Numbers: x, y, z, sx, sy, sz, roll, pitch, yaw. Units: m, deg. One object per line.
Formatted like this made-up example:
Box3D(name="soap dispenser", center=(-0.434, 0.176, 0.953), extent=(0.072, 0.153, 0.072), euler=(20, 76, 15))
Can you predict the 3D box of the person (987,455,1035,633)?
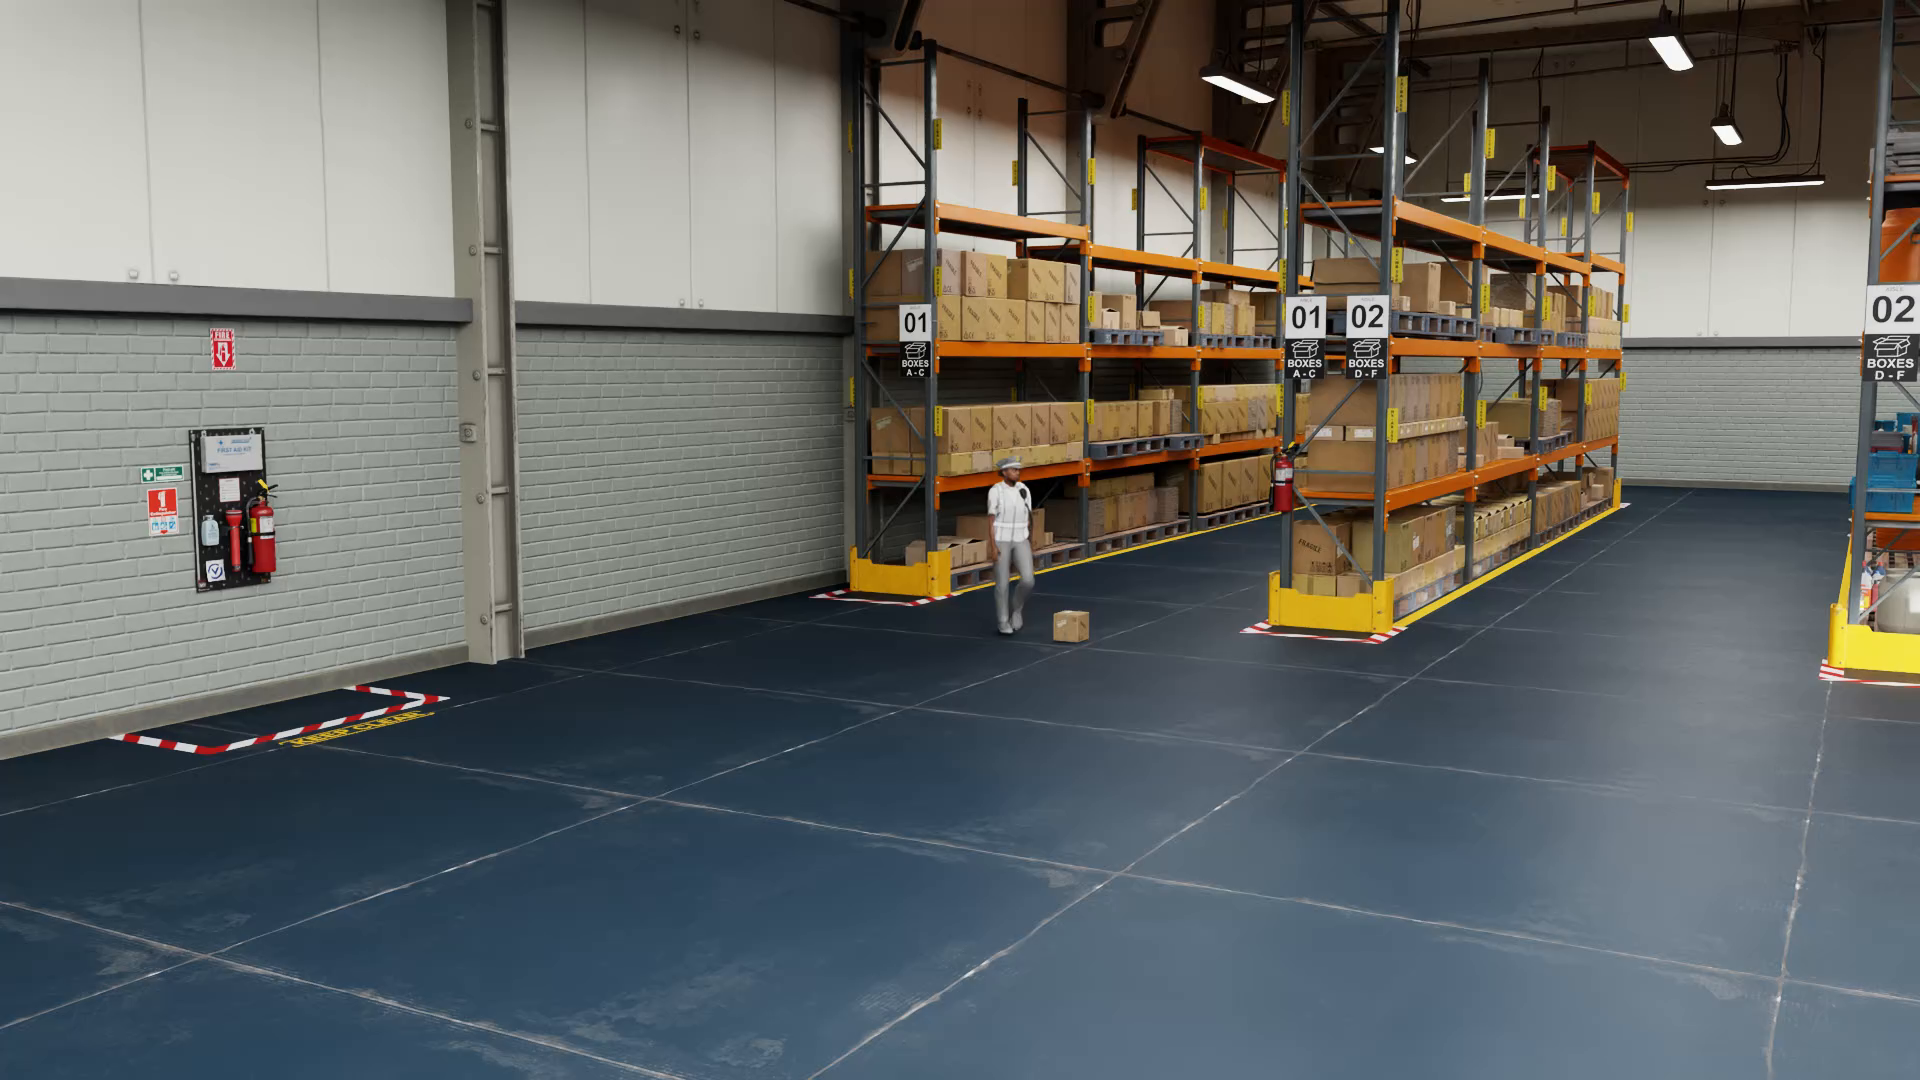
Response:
Box3D(name="person", center=(0.492, 0.037, 15.759), extent=(0.456, 1.688, 0.433), euler=(-1, 6, -12))
